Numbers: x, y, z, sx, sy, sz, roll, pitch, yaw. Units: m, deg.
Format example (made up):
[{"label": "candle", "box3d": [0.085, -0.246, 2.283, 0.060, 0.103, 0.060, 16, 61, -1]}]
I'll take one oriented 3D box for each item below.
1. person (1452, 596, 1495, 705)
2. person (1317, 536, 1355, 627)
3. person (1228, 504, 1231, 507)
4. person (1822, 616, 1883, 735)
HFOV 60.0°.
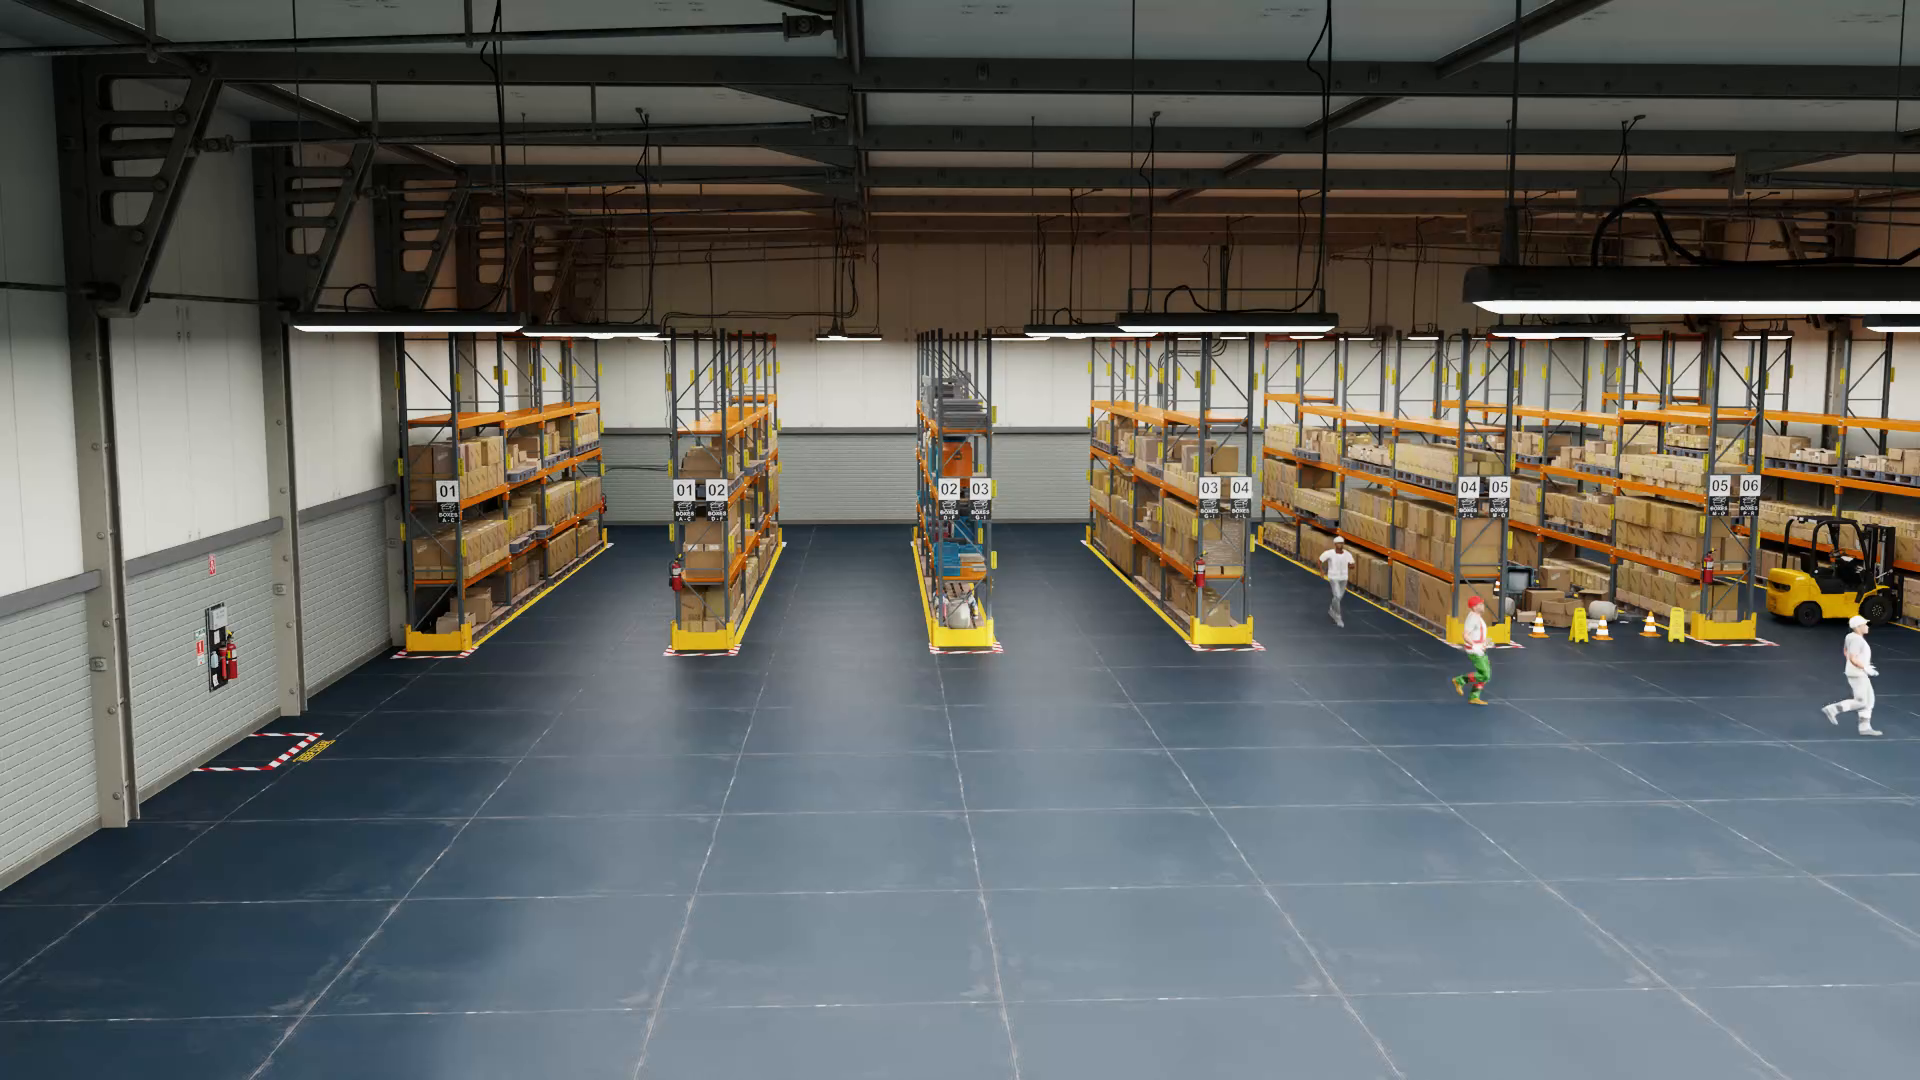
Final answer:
[{"label": "person", "box3d": [8.169, 1.755, 26.456, 0.605, 1.743, 0.657, 3, 7, 25]}, {"label": "person", "box3d": [7.733, 0.823, 34.027, 0.682, 1.803, 0.879, -2, 7, -16]}, {"label": "person", "box3d": [7.961, -0.806, 48.769, 0.584, 1.617, 0.778, -5, 9, -39]}, {"label": "person", "box3d": [13.128, 1.982, 24.363, 0.780, 1.757, 0.674, 3, 7, 25]}]
